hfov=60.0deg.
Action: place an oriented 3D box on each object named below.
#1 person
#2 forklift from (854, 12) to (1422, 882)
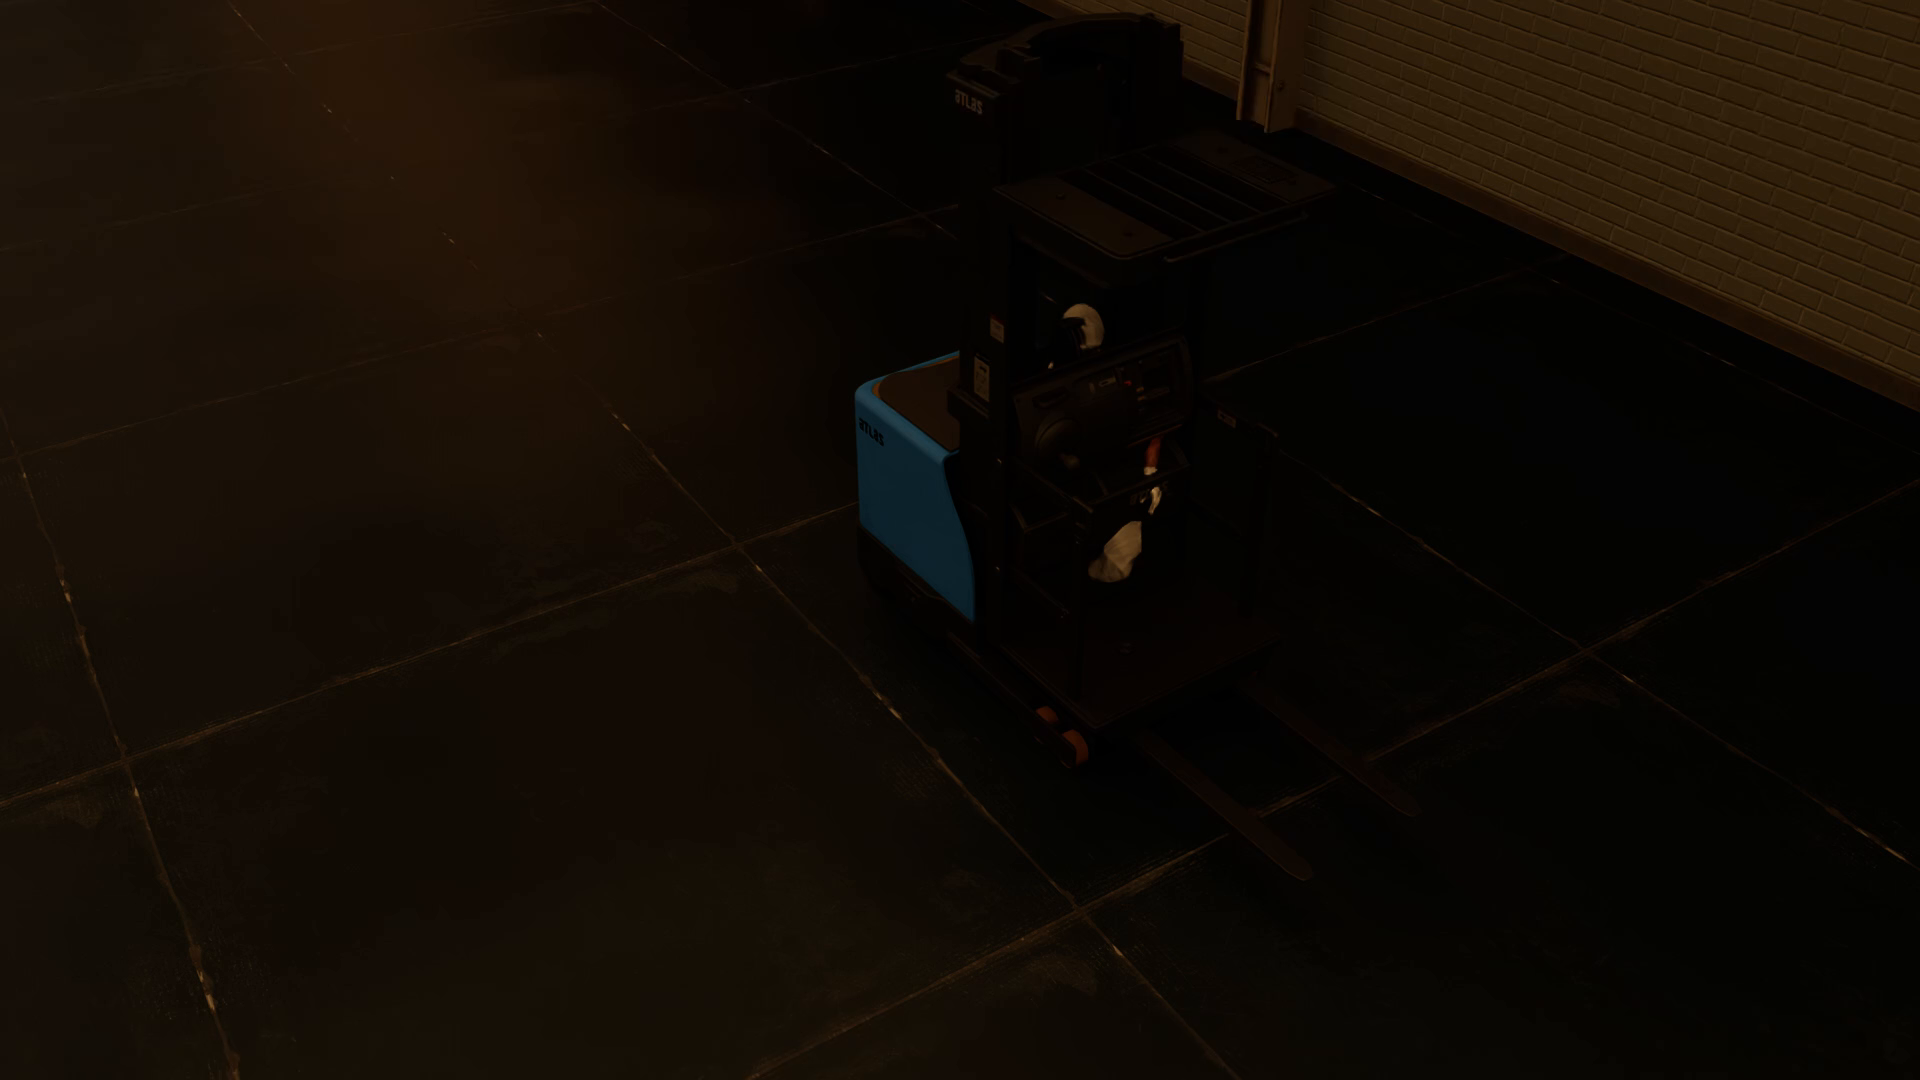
[{"bbox_3d":[0.520,-0.273,7.450,0.778,1.568,0.674,5,35,7],"label":"person"},{"bbox_3d":[0.738,-0.519,6.886,1.130,2.935,3.031,-22,41,-28],"label":"forklift"}]
